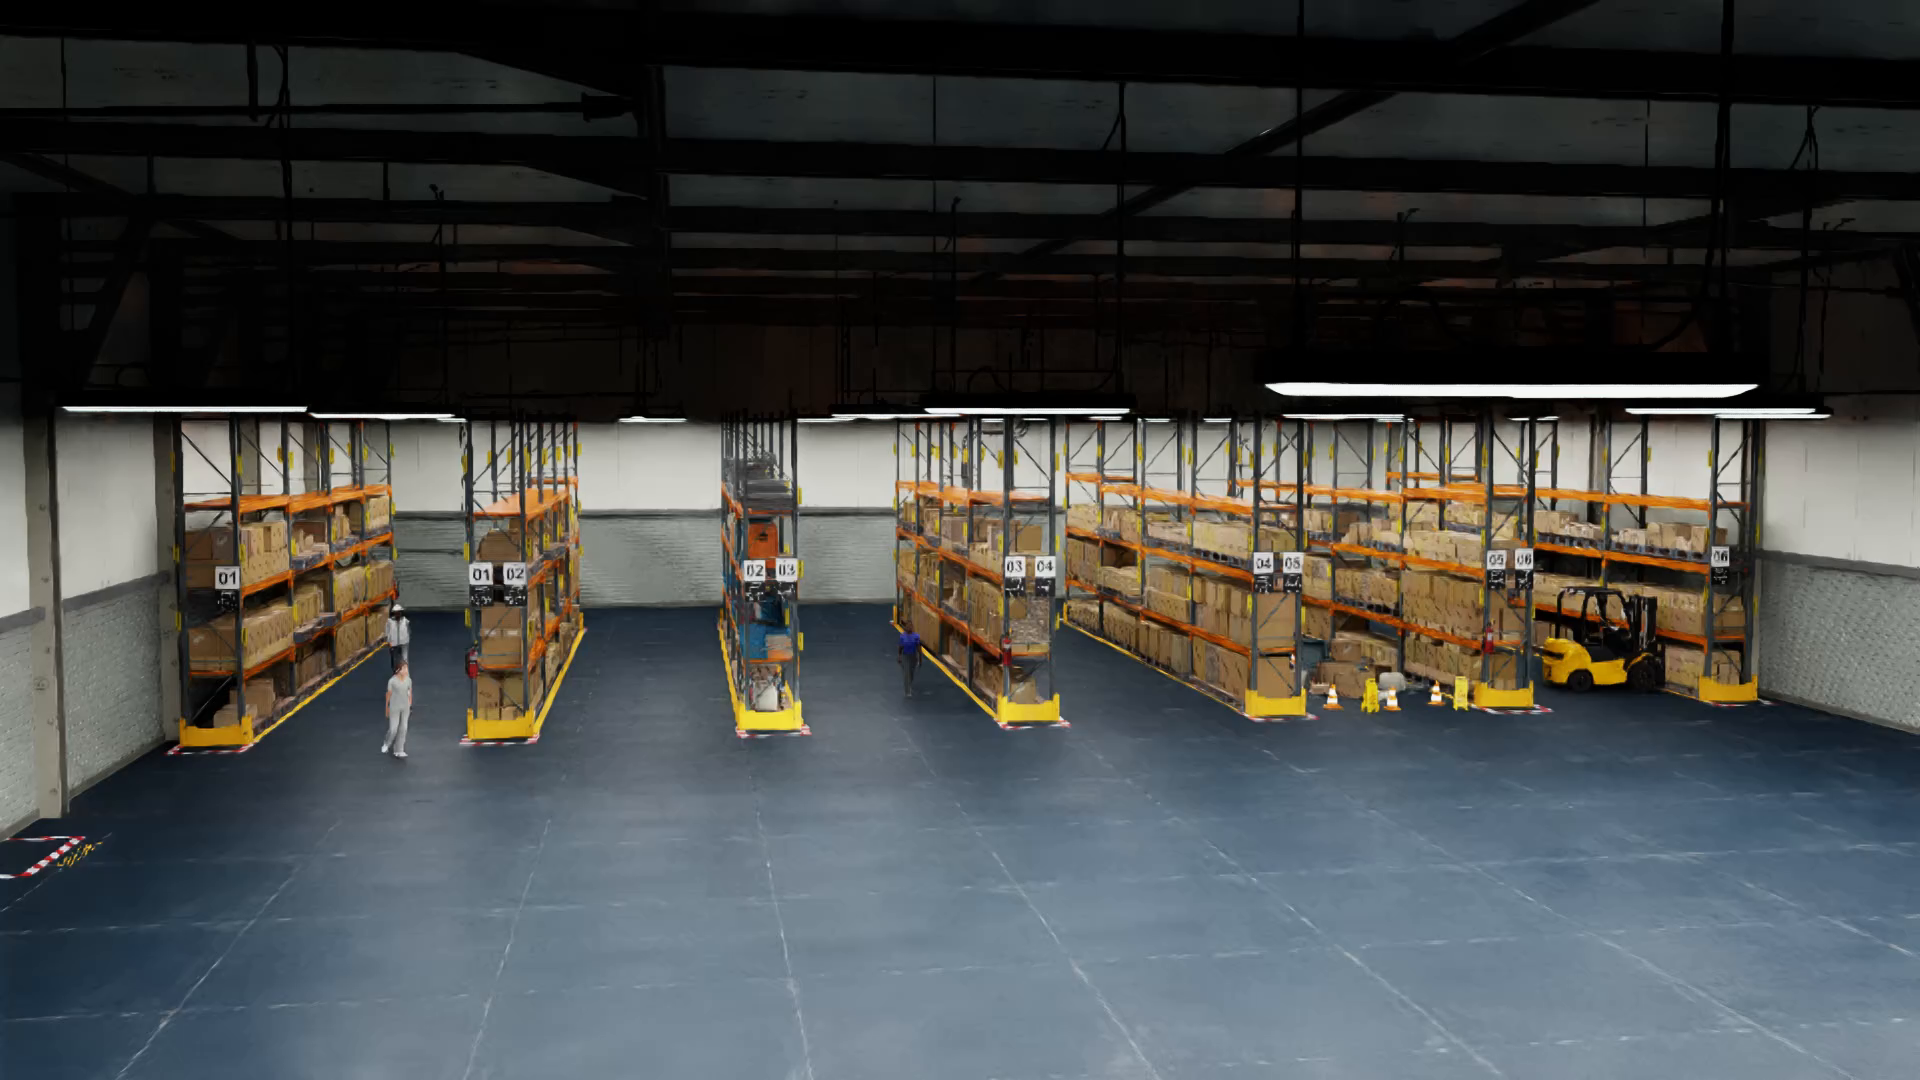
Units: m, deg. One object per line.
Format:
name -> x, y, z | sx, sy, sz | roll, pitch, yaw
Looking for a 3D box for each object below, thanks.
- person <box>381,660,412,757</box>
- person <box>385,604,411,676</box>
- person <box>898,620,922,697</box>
person -> -9.713, 2.896, 28.659 | 0.514, 1.664, 0.518 | 4, 6, 44
person -> -12.485, 2.281, 36.944 | 0.538, 1.715, 1.026 | -1, 4, -17
person -> -1.048, 2.478, 34.980 | 0.461, 1.596, 0.989 | -1, 4, -11
